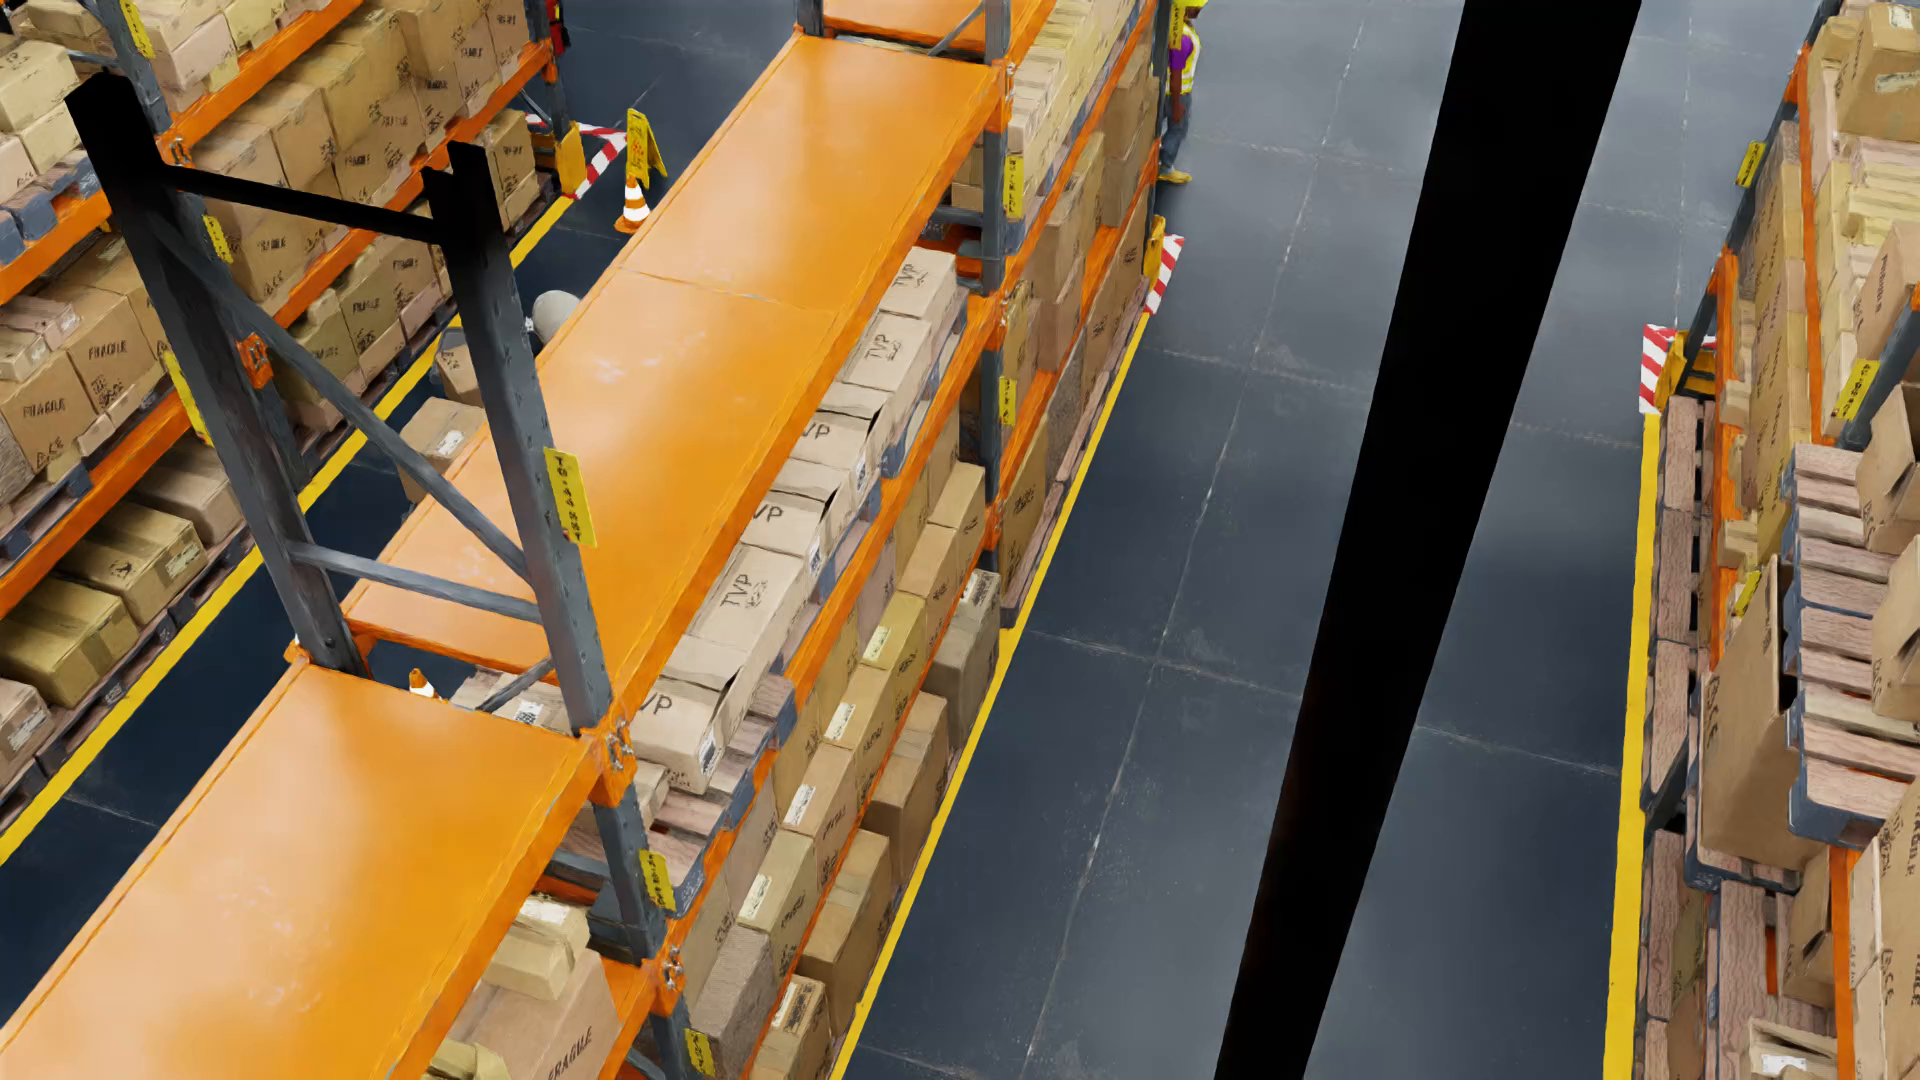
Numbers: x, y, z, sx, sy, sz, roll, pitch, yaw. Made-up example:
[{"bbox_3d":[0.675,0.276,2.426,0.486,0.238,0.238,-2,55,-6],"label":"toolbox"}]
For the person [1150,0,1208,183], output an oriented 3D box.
[{"bbox_3d":[1.674,-3.717,13.553,0.540,1.759,0.658,-7,46,-7],"label":"person"}]
